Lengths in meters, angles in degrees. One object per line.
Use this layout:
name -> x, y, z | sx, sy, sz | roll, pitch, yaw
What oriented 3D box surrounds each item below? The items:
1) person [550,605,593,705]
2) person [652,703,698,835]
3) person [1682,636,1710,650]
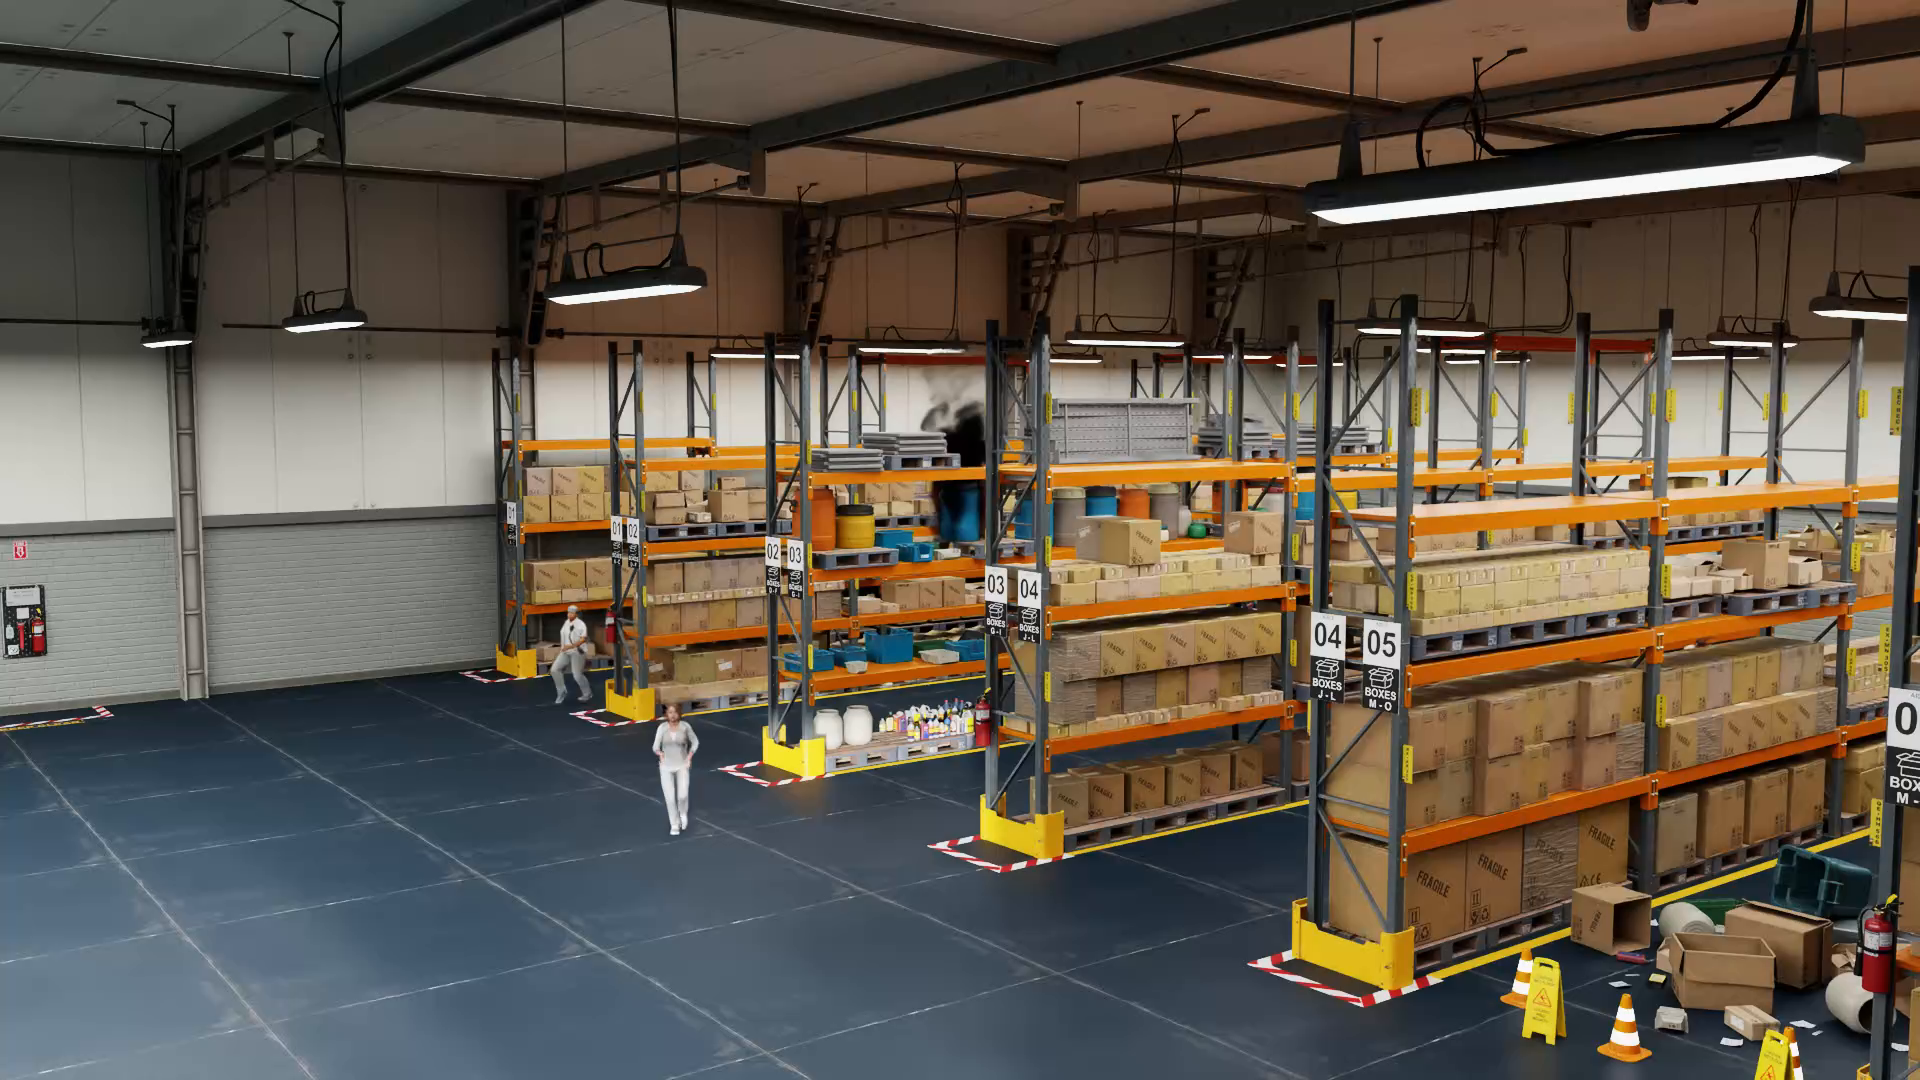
person -> -6.451, 1.918, 27.756 | 0.614, 1.690, 0.684 | 4, 6, 38
person -> -3.324, 2.684, 19.394 | 0.526, 1.549, 0.536 | 0, 5, -5
person -> 10.715, 2.151, 24.110 | 0.684, 1.809, 0.802 | 5, 7, 45
